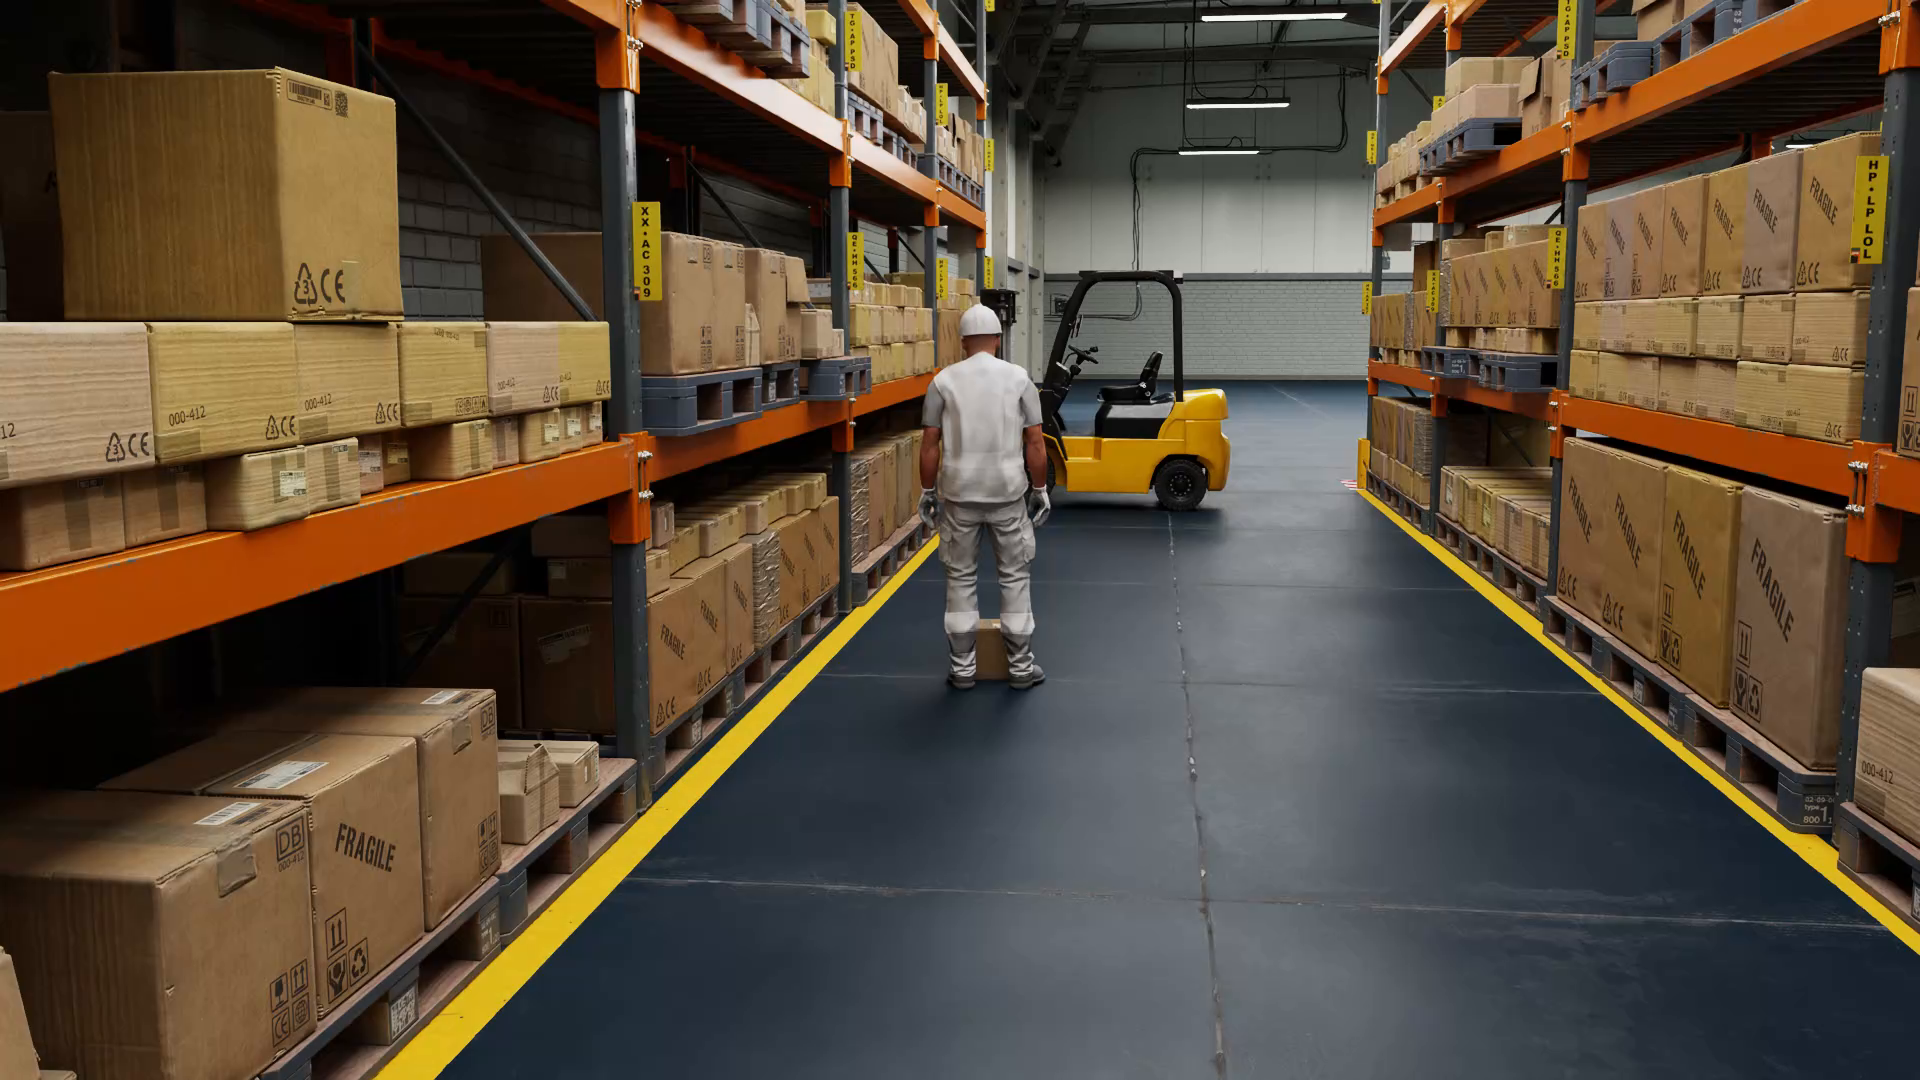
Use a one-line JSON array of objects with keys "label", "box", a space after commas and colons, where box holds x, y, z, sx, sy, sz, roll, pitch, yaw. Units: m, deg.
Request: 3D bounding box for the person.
[{"label": "person", "box": [0.111, -0.199, 7.739, 0.623, 1.780, 0.446, 0, 8, 3]}]
